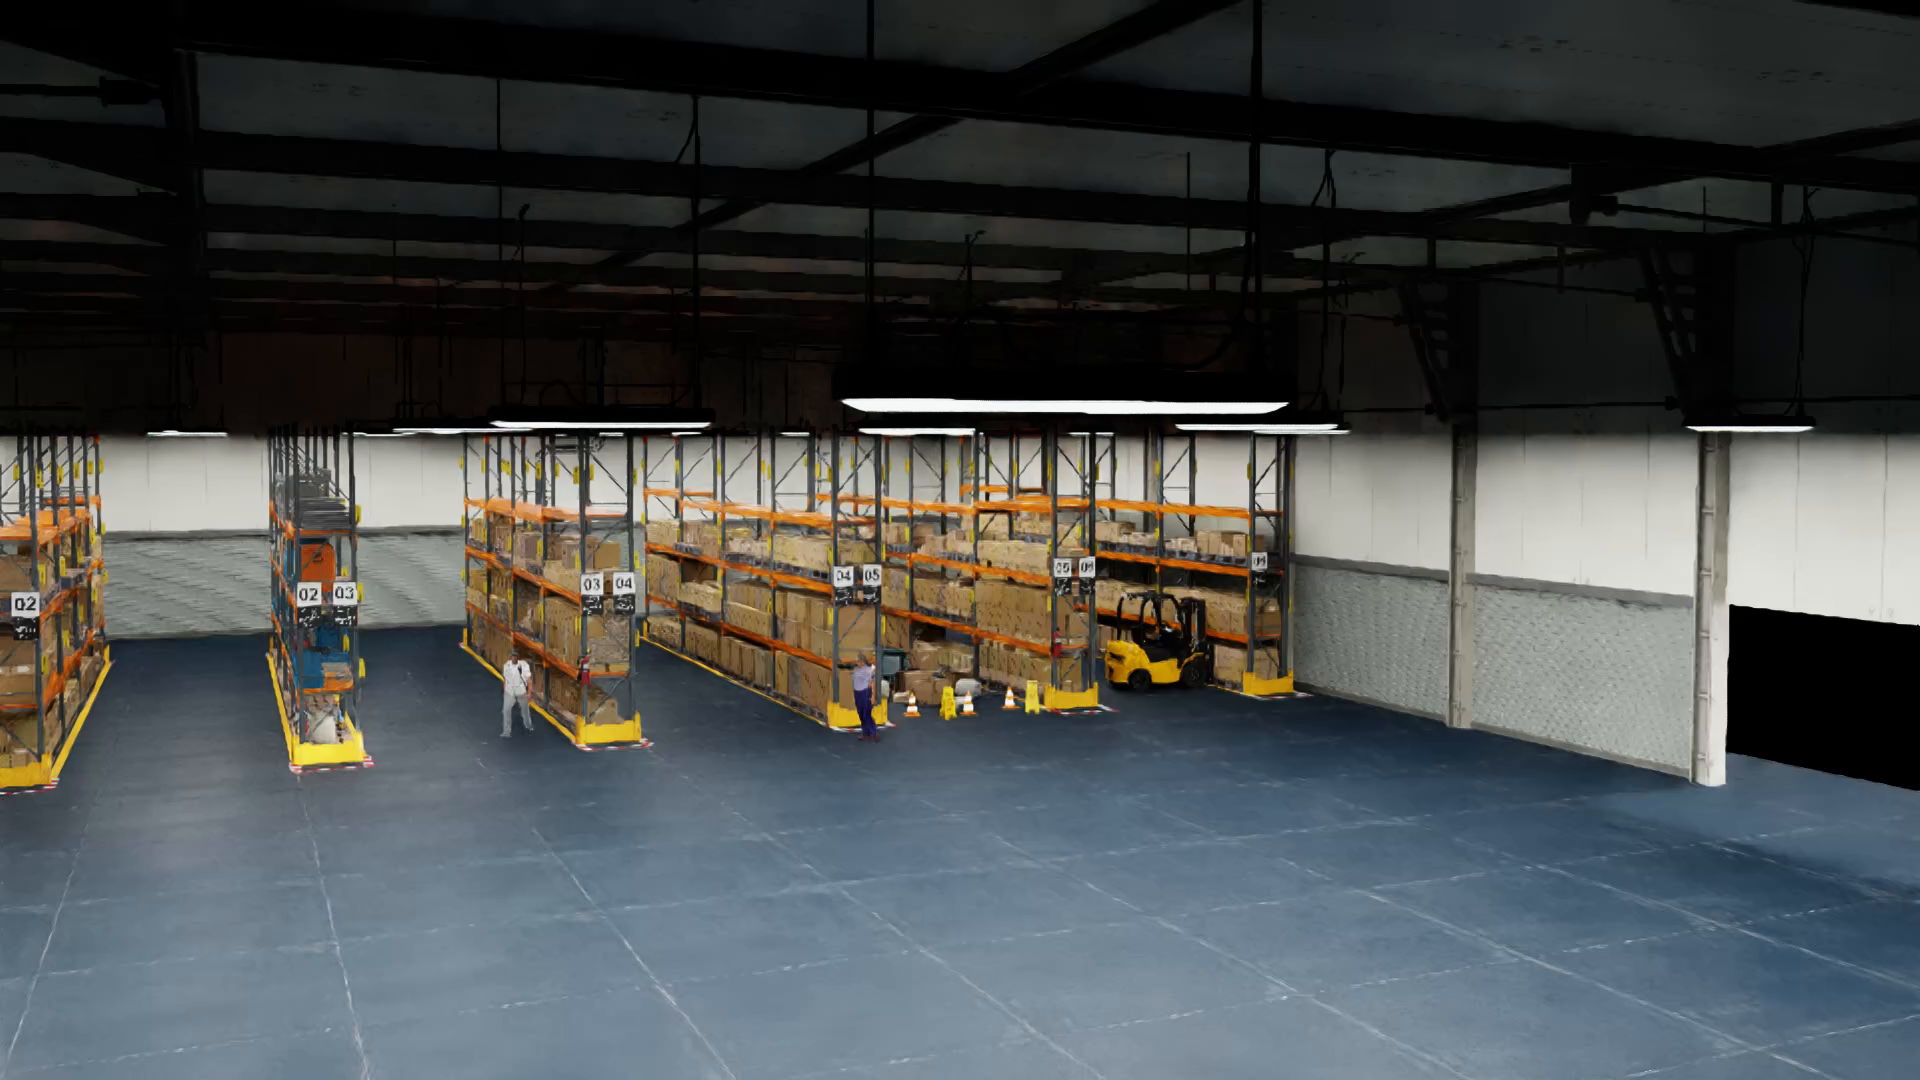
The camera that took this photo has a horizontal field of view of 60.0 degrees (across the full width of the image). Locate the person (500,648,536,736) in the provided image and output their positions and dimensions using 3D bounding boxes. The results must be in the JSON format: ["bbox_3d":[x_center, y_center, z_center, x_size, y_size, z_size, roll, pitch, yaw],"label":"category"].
[{"bbox_3d":[-8.557,2.910,32.125,0.582,1.698,0.981,0,3,-3],"label":"person"}]

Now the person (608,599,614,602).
[{"bbox_3d":[-9.643,2.128,46.375,0.566,1.541,0.519,-2,4,-26],"label":"person"}]

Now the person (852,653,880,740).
[{"bbox_3d":[-1.791,2.966,31.565,0.602,1.642,0.403,3,5,41],"label":"person"}]

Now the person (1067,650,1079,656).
[{"bbox_3d":[2.617,2.481,39.311,0.556,1.659,0.598,0,4,8],"label":"person"}]
